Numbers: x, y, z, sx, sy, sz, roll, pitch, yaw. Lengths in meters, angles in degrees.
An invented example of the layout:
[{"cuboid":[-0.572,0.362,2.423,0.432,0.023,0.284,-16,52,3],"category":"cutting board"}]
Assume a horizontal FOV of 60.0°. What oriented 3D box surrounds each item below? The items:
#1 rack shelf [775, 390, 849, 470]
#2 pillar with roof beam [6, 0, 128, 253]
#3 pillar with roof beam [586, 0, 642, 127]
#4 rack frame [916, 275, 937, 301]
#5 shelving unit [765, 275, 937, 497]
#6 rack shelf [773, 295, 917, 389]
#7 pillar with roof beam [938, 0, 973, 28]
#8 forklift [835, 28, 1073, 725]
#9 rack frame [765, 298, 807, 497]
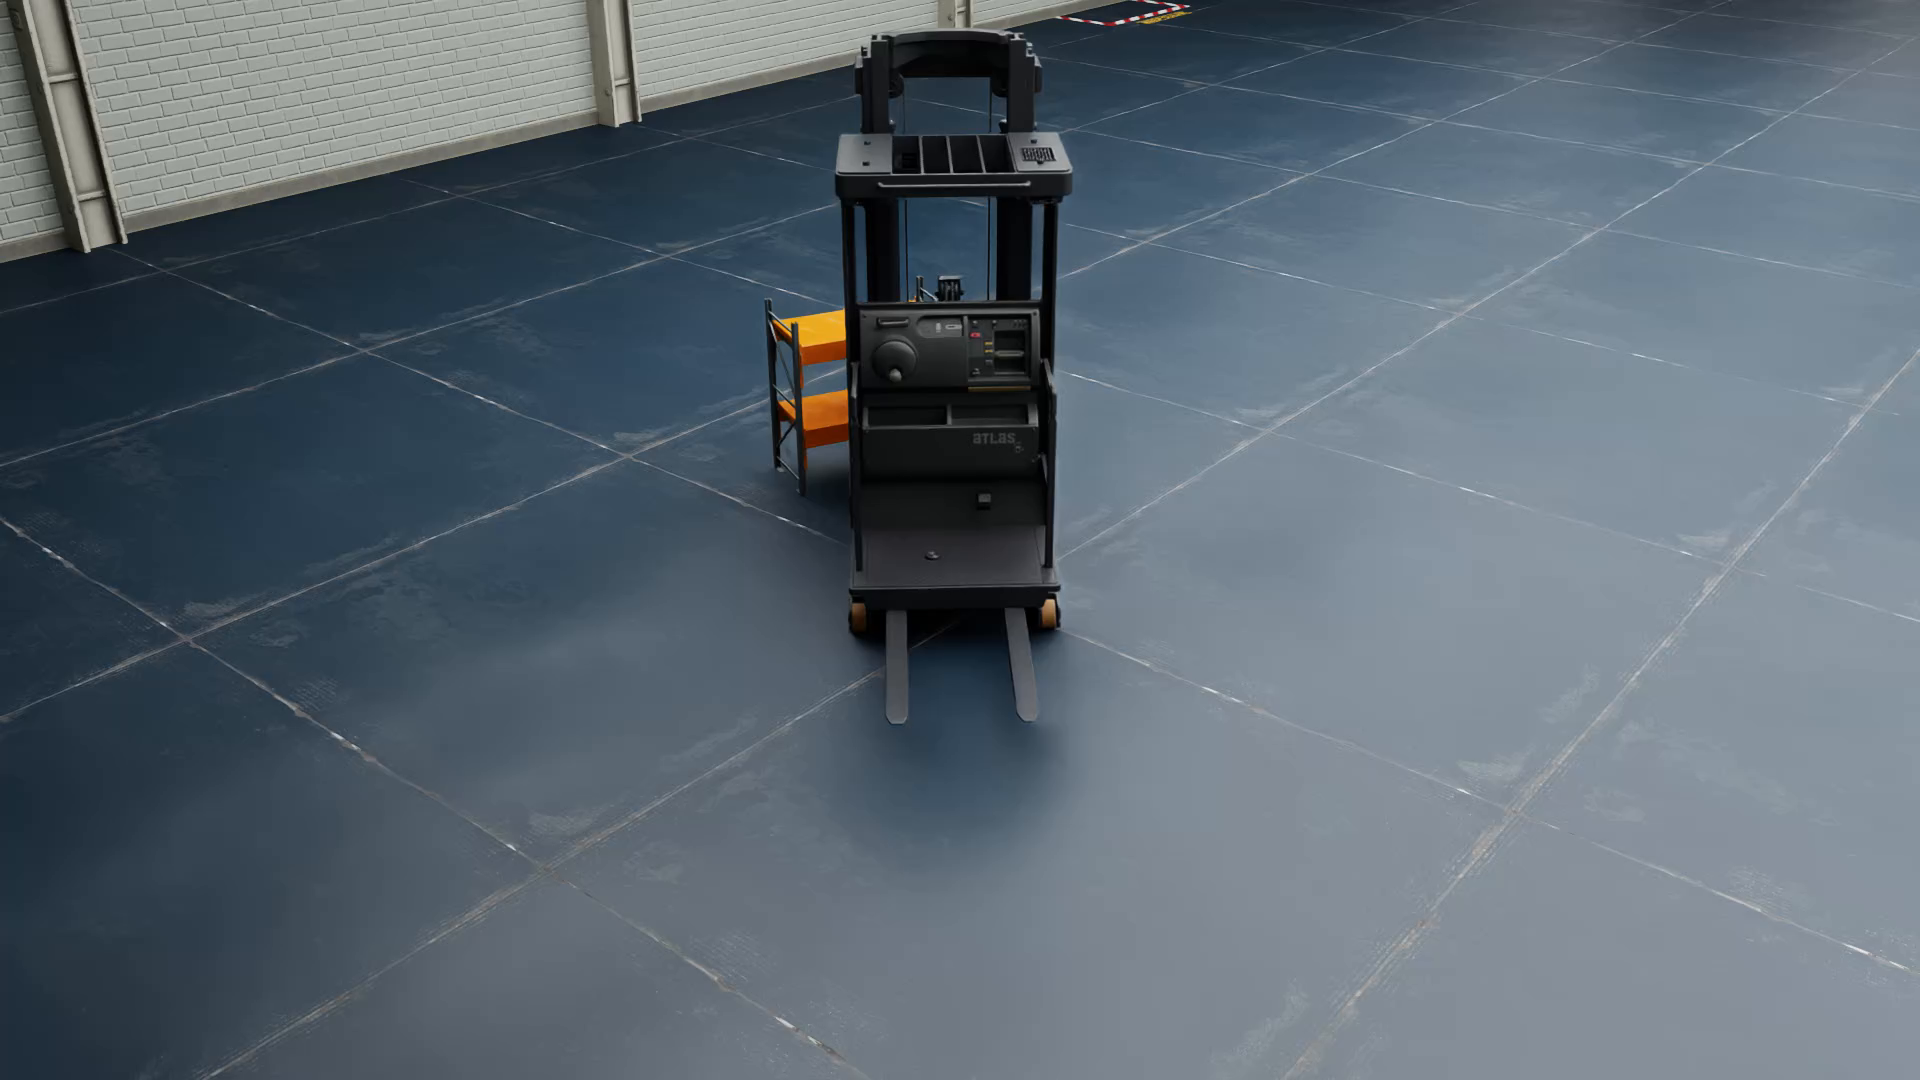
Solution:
[{"cuboid":[-0.612,-0.755,10.516,1.000,0.278,0.538,-12,30,-23],"category":"rack shelf"},{"cuboid":[-4.373,-5.379,10.354,9.100,9.000,0.400,21,34,34],"category":"pillar with roof beam"},{"cuboid":[-0.557,-7.506,14.466,9.100,9.000,0.400,21,34,34],"category":"pillar with roof beam"},{"cuboid":[-0.155,-1.074,10.600,0.032,1.125,0.500,-12,30,-23],"category":"rack frame"},{"cuboid":[-0.612,-0.973,10.404,1.048,1.125,0.538,-12,30,-23],"category":"shelving unit"},{"cuboid":[-0.613,-1.233,10.270,1.000,0.278,0.538,-12,30,-23],"category":"rack shelf"},{"cuboid":[3.260,-9.634,18.578,9.100,9.000,0.400,21,34,34],"category":"pillar with roof beam"},{"cuboid":[-0.041,-0.960,8.416,1.130,2.935,3.031,-1,27,-2],"category":"forklift"},{"cuboid":[-1.070,-0.871,10.208,0.032,1.125,0.500,-12,30,-23],"category":"rack frame"}]
